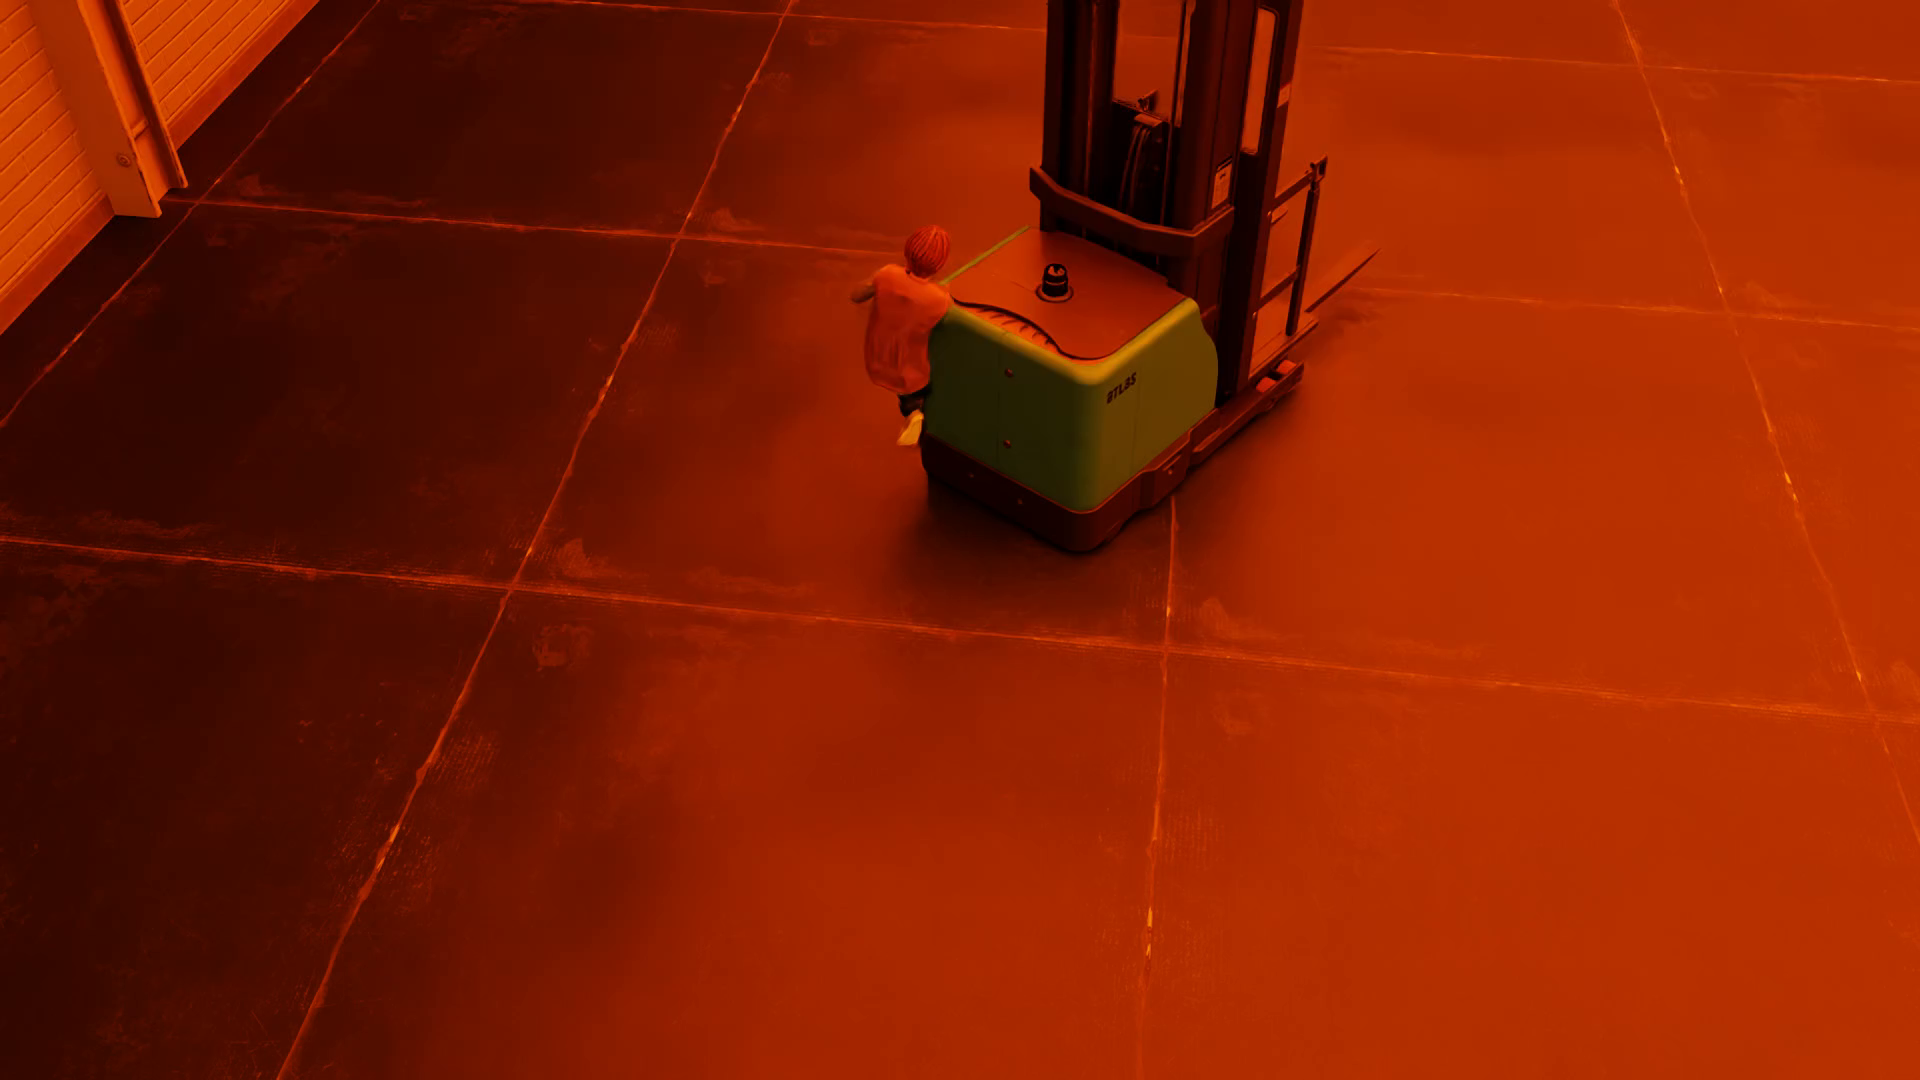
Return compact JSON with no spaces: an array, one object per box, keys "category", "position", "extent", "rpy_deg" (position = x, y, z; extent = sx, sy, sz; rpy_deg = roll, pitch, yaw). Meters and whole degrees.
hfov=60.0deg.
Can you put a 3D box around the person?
[{"category":"person","position":[-0.109,-0.961,7.892],"extent":[0.766,1.358,0.709],"rpy_deg":[17,45,18]}]

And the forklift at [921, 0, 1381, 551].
[{"category":"forklift","position":[1.146,-1.953,7.850],"extent":[1.130,2.935,3.031],"rpy_deg":[30,50,28]}]
